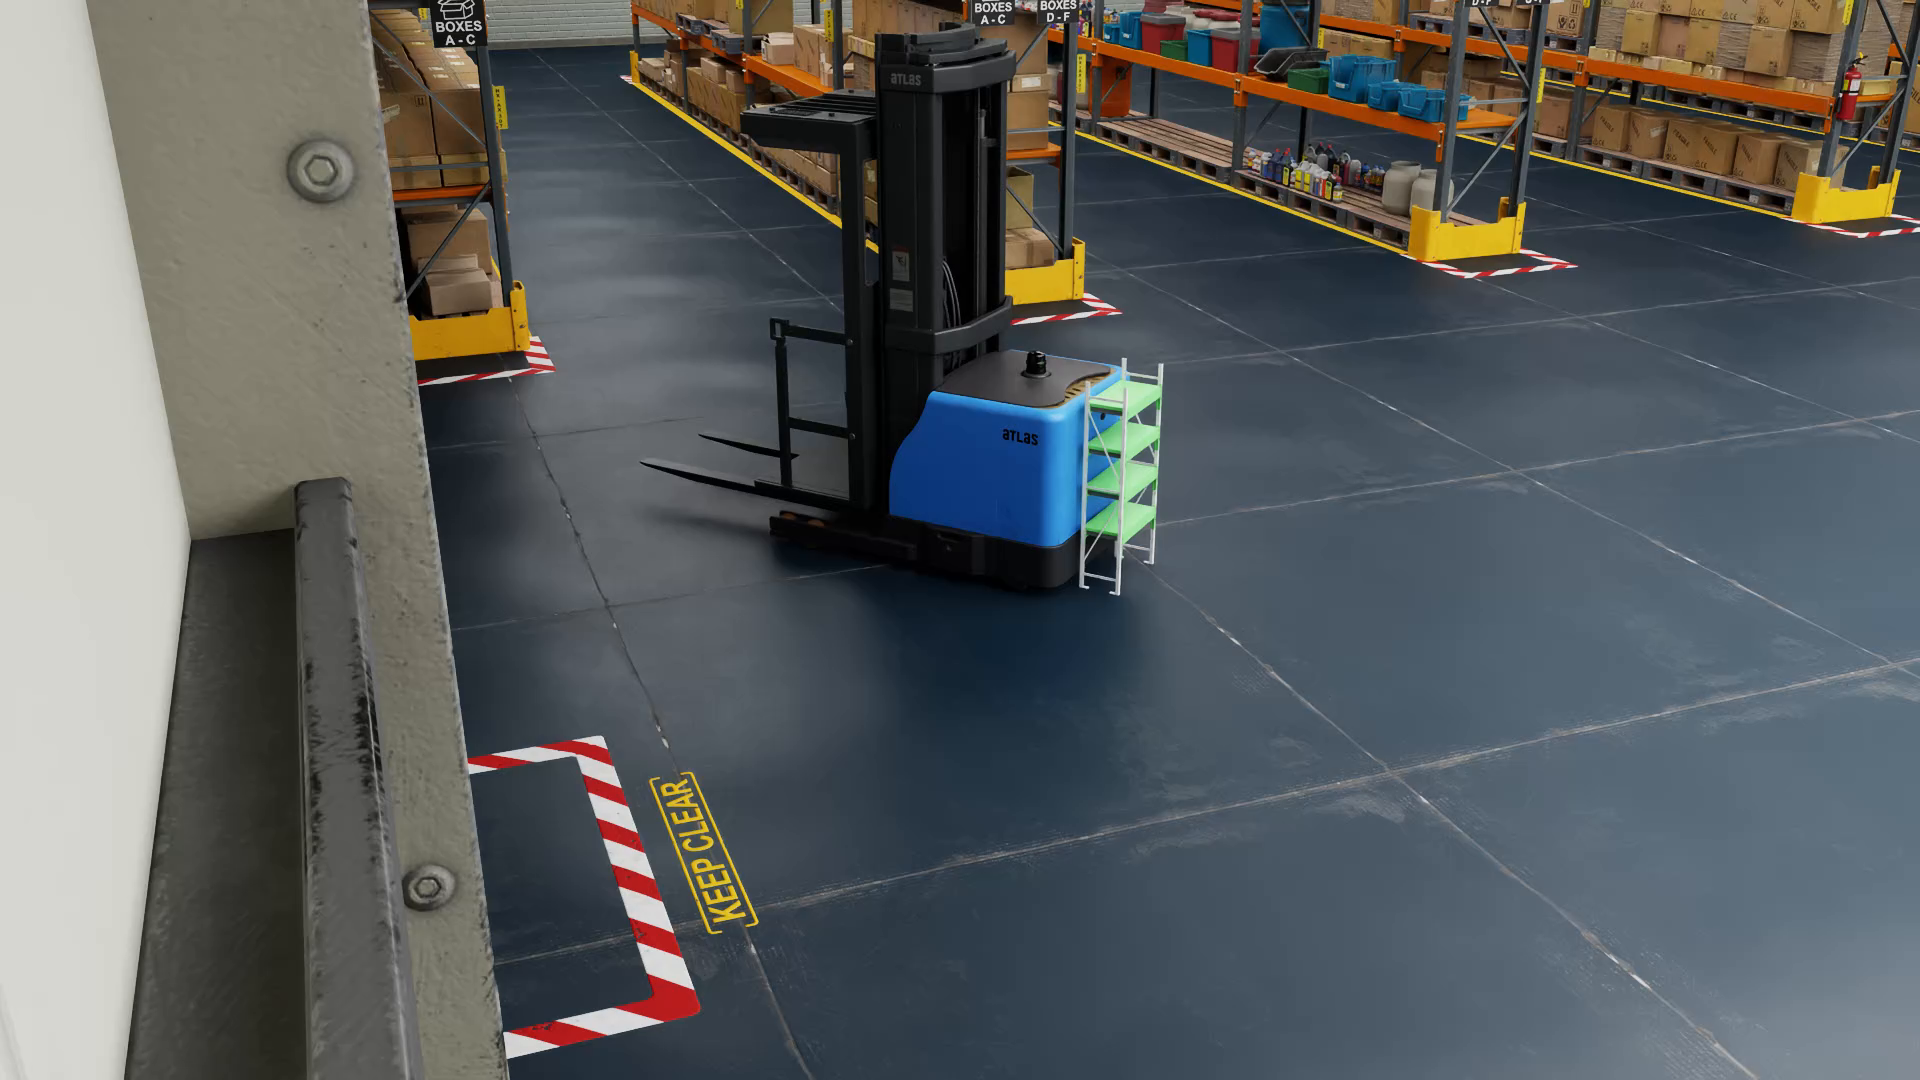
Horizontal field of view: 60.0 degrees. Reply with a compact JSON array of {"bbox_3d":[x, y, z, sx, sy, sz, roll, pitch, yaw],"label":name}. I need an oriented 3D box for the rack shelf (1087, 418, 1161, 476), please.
[{"bbox_3d":[0.894,-0.515,9.173,0.258,0.148,0.480,12,26,26],"label":"rack shelf"}]

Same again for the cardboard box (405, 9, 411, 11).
[{"bbox_3d":[-6.857,-6.555,20.136,0.500,0.250,0.500,-8,24,-18],"label":"cardboard box"}]

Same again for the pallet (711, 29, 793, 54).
[{"bbox_3d":[-2.599,-6.635,22.078,1.213,0.211,1.003,-8,24,-19],"label":"pallet"}]

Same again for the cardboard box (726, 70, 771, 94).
[{"bbox_3d":[-2.868,-6.211,22.510,0.500,0.250,0.500,-7,24,-17],"label":"cardboard box"}]

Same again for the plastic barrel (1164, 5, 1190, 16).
[{"bbox_3d":[2.904,-6.873,22.249,0.421,0.512,0.421,0,23,0],"label":"plastic barrel"}]

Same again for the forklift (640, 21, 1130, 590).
[{"bbox_3d":[-0.551,-1.470,9.662,3.031,2.935,1.130,12,26,27],"label":"forklift"}]

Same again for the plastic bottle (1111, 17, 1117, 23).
[{"bbox_3d":[2.217,-7.420,23.947,0.097,0.201,0.097,0,23,0],"label":"plastic bottle"}]

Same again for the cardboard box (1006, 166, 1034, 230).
[{"bbox_3d":[0.372,-3.259,15.854,0.500,0.500,0.500,-8,24,-19],"label":"cardboard box"}]

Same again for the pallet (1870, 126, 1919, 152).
[{"bbox_3d":[13.259,-5.463,22.640,1.003,0.211,1.213,-8,24,-19],"label":"pallet"}]

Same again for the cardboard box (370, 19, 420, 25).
[{"bbox_3d":[-6.291,-5.436,18.289,0.700,0.500,0.500,-8,24,-19],"label":"cardboard box"}]

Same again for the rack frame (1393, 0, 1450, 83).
[{"bbox_3d":[6.975,-7.845,24.700,1.000,3.000,0.127,-8,24,-19],"label":"rack frame"}]

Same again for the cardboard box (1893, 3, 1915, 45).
[{"bbox_3d":[13.205,-6.972,22.436,0.875,0.550,0.550,-8,24,-19],"label":"cardboard box"}]

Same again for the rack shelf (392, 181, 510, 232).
[{"bbox_3d":[-4.808,-3.295,14.830,1.077,0.370,4.000,-8,24,-19],"label":"rack shelf"}]

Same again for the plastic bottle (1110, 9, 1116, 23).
[{"bbox_3d":[2.241,-7.620,24.317,0.061,0.283,0.133,-8,24,-19],"label":"plastic bottle"}]

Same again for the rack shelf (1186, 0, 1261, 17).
[{"bbox_3d":[4.855,-9.694,30.013,1.077,0.370,4.000,-8,24,-19],"label":"rack shelf"}]

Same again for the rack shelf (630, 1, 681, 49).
[{"bbox_3d":[-4.414,-8.336,26.791,1.077,0.370,4.000,-8,24,-19],"label":"rack shelf"}]

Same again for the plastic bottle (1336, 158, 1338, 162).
[{"bbox_3d":[4.416,-4.345,19.328,0.061,0.283,0.133,-7,24,-15],"label":"plastic bottle"}]

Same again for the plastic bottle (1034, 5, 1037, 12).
[{"bbox_3d":[1.160,-7.873,24.931,0.097,0.271,0.097,0,23,0],"label":"plastic bottle"}]

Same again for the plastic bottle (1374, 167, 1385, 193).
[{"bbox_3d":[4.697,-4.030,18.596,0.097,0.271,0.097,0,23,0],"label":"plastic bottle"}]

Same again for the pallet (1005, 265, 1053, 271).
[{"bbox_3d":[0.223,-2.568,15.769,1.003,0.211,1.213,-8,24,-19],"label":"pallet"}]

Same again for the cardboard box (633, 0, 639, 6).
[{"bbox_3d":[-5.210,-9.243,27.888,0.500,0.500,0.500,-8,24,-18],"label":"cardboard box"}]

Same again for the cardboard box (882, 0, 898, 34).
[{"bbox_3d":[-0.363,-5.152,16.511,0.700,0.500,0.500,-8,24,-19],"label":"cardboard box"}]

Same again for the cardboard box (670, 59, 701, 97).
[{"bbox_3d":[-4.174,-7.160,25.726,0.500,0.500,0.500,-8,24,-19],"label":"cardboard box"}]

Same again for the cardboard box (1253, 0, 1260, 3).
[{"bbox_3d":[5.147,-9.249,28.354,0.380,0.149,0.250,-8,24,-19],"label":"cardboard box"}]

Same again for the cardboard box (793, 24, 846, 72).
[{"bbox_3d":[-1.686,-5.926,20.018,0.500,0.500,0.500,-10,25,-22],"label":"cardboard box"}]

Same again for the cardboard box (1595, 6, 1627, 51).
[{"bbox_3d":[8.489,-6.403,20.767,0.875,0.500,0.500,-8,24,-19],"label":"cardboard box"}]

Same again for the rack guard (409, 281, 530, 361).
[{"bbox_3d":[-4.128,-1.775,13.517,1.175,0.500,0.348,-8,24,-19],"label":"rack guard"}]

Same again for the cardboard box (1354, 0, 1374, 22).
[{"bbox_3d":[6.398,-8.218,25.457,0.500,0.500,0.500,-9,24,-19],"label":"cardboard box"}]

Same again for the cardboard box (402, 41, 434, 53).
[{"bbox_3d":[-5.058,-4.509,15.987,0.500,0.500,0.500,-8,24,-19],"label":"cardboard box"}]

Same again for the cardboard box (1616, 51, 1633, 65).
[{"bbox_3d":[8.373,-5.977,20.591,0.380,0.149,0.250,-8,24,-19],"label":"cardboard box"}]

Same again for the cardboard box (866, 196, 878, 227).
[{"bbox_3d":[-0.657,-3.385,17.119,0.500,0.250,0.500,-8,24,-19],"label":"cardboard box"}]

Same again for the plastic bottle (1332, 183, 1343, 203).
[{"bbox_3d":[4.108,-3.779,18.090,0.097,0.201,0.097,0,23,0],"label":"plastic bottle"}]

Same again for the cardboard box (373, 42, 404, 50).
[{"bbox_3d":[-5.543,-4.439,15.821,0.500,0.500,0.500,-9,24,-20],"label":"cardboard box"}]

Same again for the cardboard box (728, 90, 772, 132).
[{"bbox_3d":[-2.844,-5.846,22.609,0.500,0.500,0.500,-7,24,-17],"label":"cardboard box"}]

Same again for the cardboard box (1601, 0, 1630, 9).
[{"bbox_3d":[8.309,-6.837,20.510,0.500,0.500,0.500,-8,24,-19],"label":"cardboard box"}]

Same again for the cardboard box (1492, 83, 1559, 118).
[{"bbox_3d":[7.842,-6.048,23.088,0.700,0.500,0.500,-11,25,-24],"label":"cardboard box"}]

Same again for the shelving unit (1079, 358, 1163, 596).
[{"bbox_3d":[0.894,-0.353,9.241,0.258,1.200,0.503,12,26,26],"label":"shelving unit"}]

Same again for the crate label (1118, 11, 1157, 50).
[{"bbox_3d":[2.439,-6.784,22.137,0.502,0.435,0.616,-8,24,-19],"label":"crate label"}]

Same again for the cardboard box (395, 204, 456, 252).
[{"bbox_3d":[-5.110,-3.032,15.933,0.500,0.500,0.500,-10,25,-23],"label":"cardboard box"}]

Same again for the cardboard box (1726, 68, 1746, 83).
[{"bbox_3d":[9.050,-5.350,19.103,0.380,0.149,0.250,-8,24,-19],"label":"cardboard box"}]

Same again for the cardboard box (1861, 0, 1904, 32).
[{"bbox_3d":[9.861,-5.819,18.095,0.500,0.500,0.500,-8,24,-19],"label":"cardboard box"}]

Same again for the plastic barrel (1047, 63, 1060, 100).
[{"bbox_3d":[1.470,-6.991,25.337,0.421,0.512,0.421,0,23,0],"label":"plastic barrel"}]

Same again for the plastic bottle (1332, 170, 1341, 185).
[{"bbox_3d":[4.144,-3.927,18.335,0.061,0.283,0.133,-8,24,-19],"label":"plastic bottle"}]

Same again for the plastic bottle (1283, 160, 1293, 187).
[{"bbox_3d":[3.737,-4.179,18.932,0.061,0.283,0.133,-7,24,-17],"label":"plastic bottle"}]

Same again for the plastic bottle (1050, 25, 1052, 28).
[{"bbox_3d":[1.378,-7.710,24.444,0.144,0.351,0.185,-8,24,-19],"label":"plastic bottle"}]

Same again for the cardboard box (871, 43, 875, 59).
[{"bbox_3d":[-0.692,-4.975,16.927,0.380,0.149,0.250,-9,24,-19],"label":"cardboard box"}]

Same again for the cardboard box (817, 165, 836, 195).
[{"bbox_3d":[-1.299,-4.071,18.746,0.500,0.250,0.500,-9,24,-20],"label":"cardboard box"}]

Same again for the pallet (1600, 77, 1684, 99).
[{"bbox_3d":[11.376,-7.488,27.444,1.003,0.211,1.213,-8,24,-19],"label":"pallet"}]

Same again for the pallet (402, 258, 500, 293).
[{"bbox_3d":[-4.809,-2.385,15.335,1.003,0.211,1.213,-8,24,-19],"label":"pallet"}]

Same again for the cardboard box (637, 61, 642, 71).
[{"bbox_3d":[-5.294,-8.084,28.371,0.380,0.149,0.250,-8,24,-19],"label":"cardboard box"}]

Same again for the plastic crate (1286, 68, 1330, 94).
[{"bbox_3d":[3.970,-5.082,18.419,0.450,0.188,0.662,-8,24,-19],"label":"plastic crate"}]

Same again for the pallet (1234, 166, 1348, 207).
[{"bbox_3d":[3.952,-4.177,19.589,1.003,0.211,1.213,-8,24,-19],"label":"pallet"}]

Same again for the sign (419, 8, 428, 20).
[{"bbox_3d":[-6.423,-6.381,19.838,0.100,0.325,0.005,-8,24,-19],"label":"sign"}]

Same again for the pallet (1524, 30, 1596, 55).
[{"bbox_3d":[8.254,-6.601,21.996,1.003,0.211,1.213,-8,24,-19],"label":"pallet"}]

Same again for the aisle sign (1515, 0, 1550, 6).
[{"bbox_3d":[5.467,-5.471,15.720,0.394,0.787,0.004,-8,24,-19],"label":"aisle sign"}]

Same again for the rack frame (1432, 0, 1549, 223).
[{"bbox_3d":[5.167,-4.259,16.191,1.000,3.000,0.127,-8,24,-19],"label":"rack frame"}]
